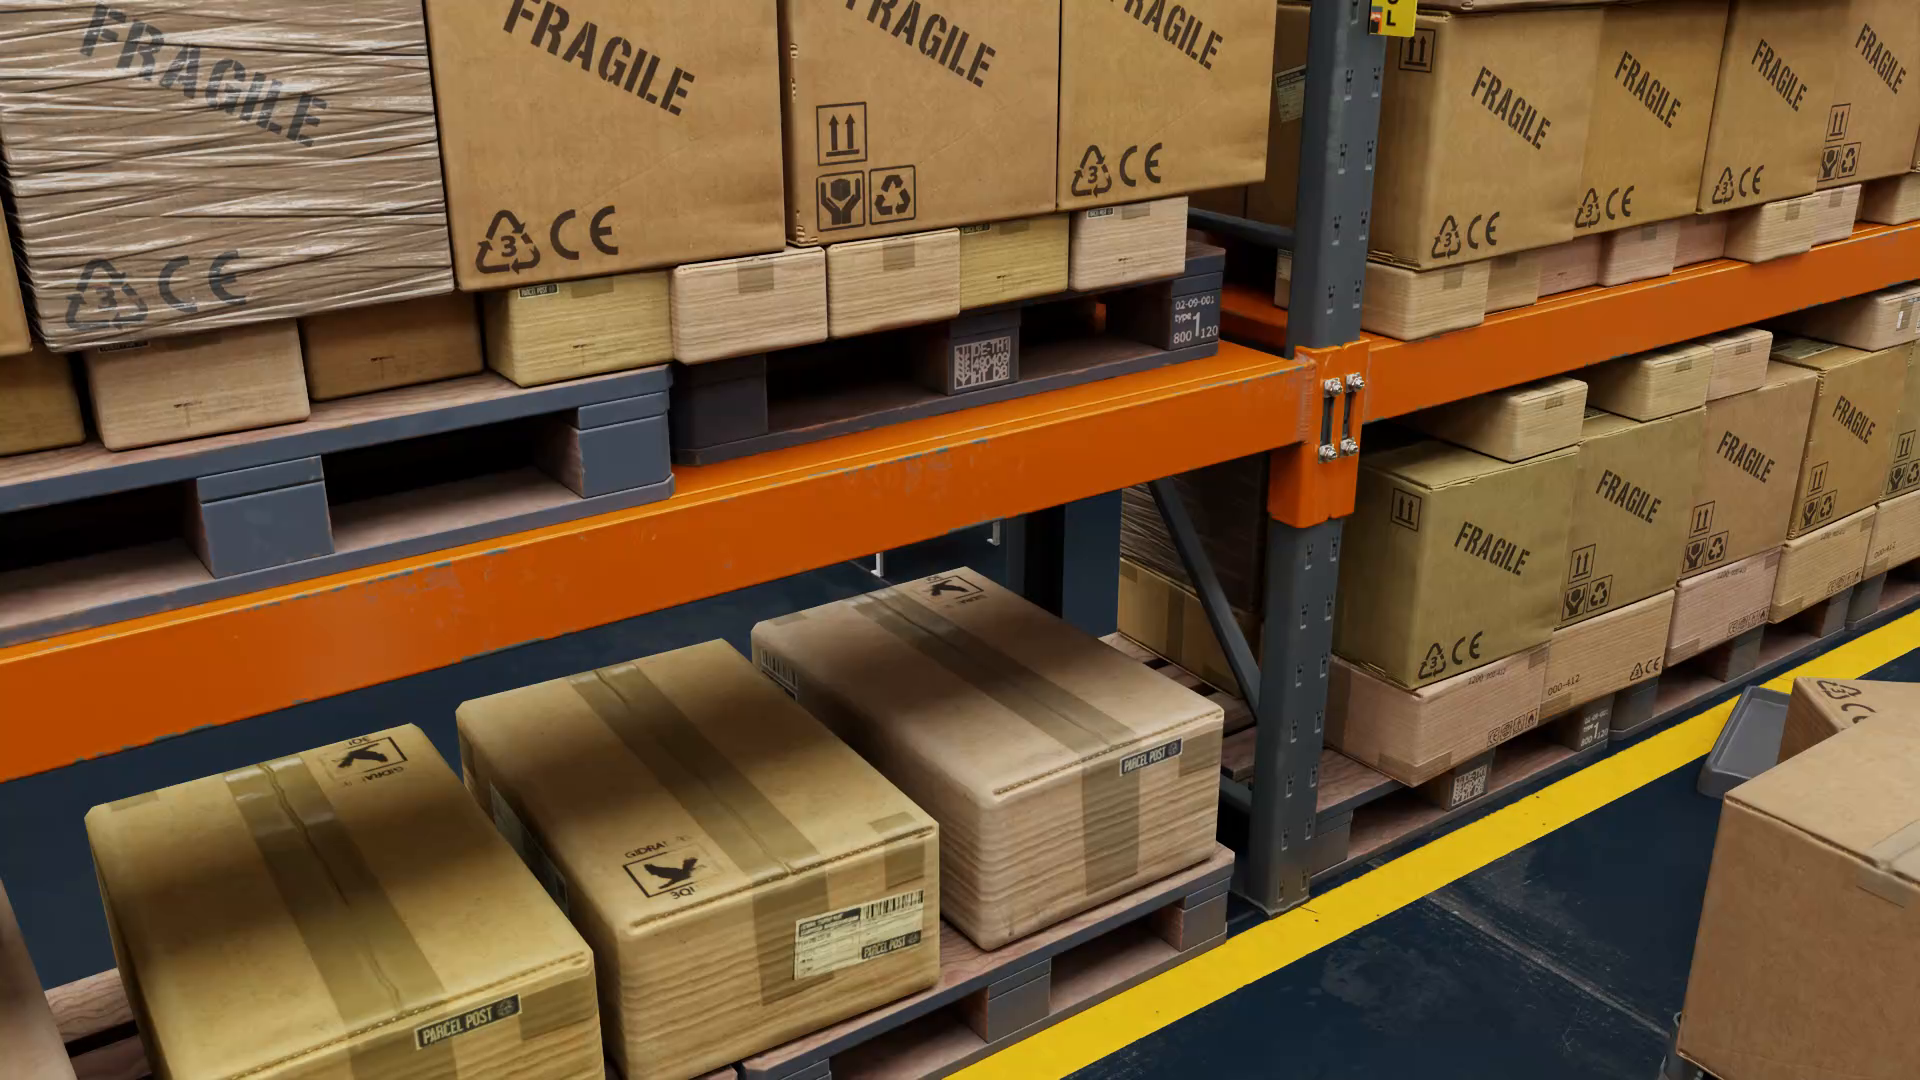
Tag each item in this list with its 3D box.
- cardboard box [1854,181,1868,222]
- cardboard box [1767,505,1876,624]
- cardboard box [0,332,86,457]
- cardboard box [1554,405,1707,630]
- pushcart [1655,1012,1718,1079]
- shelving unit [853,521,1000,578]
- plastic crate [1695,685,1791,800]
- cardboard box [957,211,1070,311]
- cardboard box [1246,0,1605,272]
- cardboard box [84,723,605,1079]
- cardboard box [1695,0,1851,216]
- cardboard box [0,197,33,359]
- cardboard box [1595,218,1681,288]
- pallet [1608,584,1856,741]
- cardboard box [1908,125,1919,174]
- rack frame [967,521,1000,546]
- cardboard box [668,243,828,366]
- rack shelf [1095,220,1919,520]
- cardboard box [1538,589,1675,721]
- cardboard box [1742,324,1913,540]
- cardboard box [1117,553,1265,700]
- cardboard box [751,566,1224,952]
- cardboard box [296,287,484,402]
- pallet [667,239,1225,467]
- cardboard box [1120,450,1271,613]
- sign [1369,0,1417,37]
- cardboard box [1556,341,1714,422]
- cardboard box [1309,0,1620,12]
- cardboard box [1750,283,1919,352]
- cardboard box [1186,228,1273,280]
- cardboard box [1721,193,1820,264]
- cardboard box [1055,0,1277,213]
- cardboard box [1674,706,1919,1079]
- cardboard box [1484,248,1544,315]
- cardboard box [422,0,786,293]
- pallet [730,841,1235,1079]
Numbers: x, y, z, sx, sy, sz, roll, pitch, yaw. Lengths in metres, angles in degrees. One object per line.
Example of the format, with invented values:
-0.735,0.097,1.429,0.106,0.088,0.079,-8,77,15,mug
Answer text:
2.275,-0.978,4.640,0.250,0.149,0.380,-15,26,-33,cardboard box
2.360,-0.003,4.999,0.500,0.250,0.500,-16,27,-35,cardboard box
-1.325,-0.225,2.185,0.250,0.149,0.380,-14,26,-31,cardboard box
1.523,-0.132,4.311,0.500,0.500,0.500,-14,26,-31,cardboard box
1.831,1.194,2.396,1.648,0.377,0.936,14,26,32,pushcart
-0.134,-0.521,5.584,0.503,1.200,0.258,-15,26,-33,shelving unit
2.212,0.563,4.376,0.402,0.080,0.583,14,26,32,plastic crate
-0.022,-0.532,2.954,0.250,0.149,0.380,-16,27,-34,cardboard box
0.979,-0.895,3.557,0.500,0.500,0.500,-15,26,-33,cardboard box
-1.110,0.748,2.954,0.625,0.372,0.950,-14,26,-31,cardboard box
1.788,-1.116,4.109,0.500,0.500,0.500,-15,26,-33,cardboard box
-1.441,-0.473,1.931,0.500,0.500,0.500,-14,26,-32,cardboard box
1.496,-0.734,4.029,0.250,0.149,0.380,-14,26,-31,cardboard box
1.975,0.174,5.175,1.213,0.211,1.003,-15,26,-33,pallet
2.609,-1.335,4.659,0.500,0.500,0.500,-15,26,-33,cardboard box
0.064,-0.574,5.717,0.015,1.200,0.240,-15,26,-33,rack frame
-0.415,-0.409,2.646,0.250,0.149,0.380,-15,26,-32,cardboard box
2.083,-0.798,4.820,4.000,0.370,1.077,-15,26,-33,rack shelf
1.522,0.217,4.448,0.500,0.250,0.500,-13,25,-30,cardboard box
2.373,-0.359,4.879,0.500,0.500,0.500,-16,27,-34,cardboard box
0.782,0.174,4.557,0.500,0.250,0.500,-14,25,-30,cardboard box
0.035,0.440,3.725,0.625,0.372,0.950,-15,26,-32,cardboard box
-0.908,-0.341,2.475,0.250,0.149,0.380,-16,27,-35,cardboard box
-0.246,-0.489,3.333,1.213,0.211,1.003,-15,26,-33,pallet
0.783,-0.175,4.418,0.500,0.500,0.500,-15,26,-34,cardboard box
0.786,-1.071,2.971,0.005,0.325,0.100,-15,26,-33,sign
1.648,-0.434,4.194,0.250,0.149,0.380,-14,26,-31,cardboard box
0.943,-1.378,3.418,0.500,0.500,0.700,-15,26,-33,cardboard box
2.528,-0.671,4.788,0.250,0.149,0.380,-14,26,-31,cardboard box
0.542,-0.744,4.053,0.250,0.149,0.380,-15,26,-33,cardboard box
1.946,-0.829,4.264,0.250,0.149,0.380,-15,26,-33,cardboard box
0.218,-0.910,3.027,0.500,0.500,0.500,-15,26,-34,cardboard box
1.523,0.639,2.599,0.500,0.500,0.500,-15,26,-33,cardboard box
1.077,-0.625,3.754,0.250,0.149,0.380,-14,26,-31,cardboard box
-0.606,-0.692,2.482,0.500,0.500,0.500,-14,26,-31,cardboard box
-0.172,0.765,3.695,1.213,0.211,1.003,-15,26,-33,pallet
